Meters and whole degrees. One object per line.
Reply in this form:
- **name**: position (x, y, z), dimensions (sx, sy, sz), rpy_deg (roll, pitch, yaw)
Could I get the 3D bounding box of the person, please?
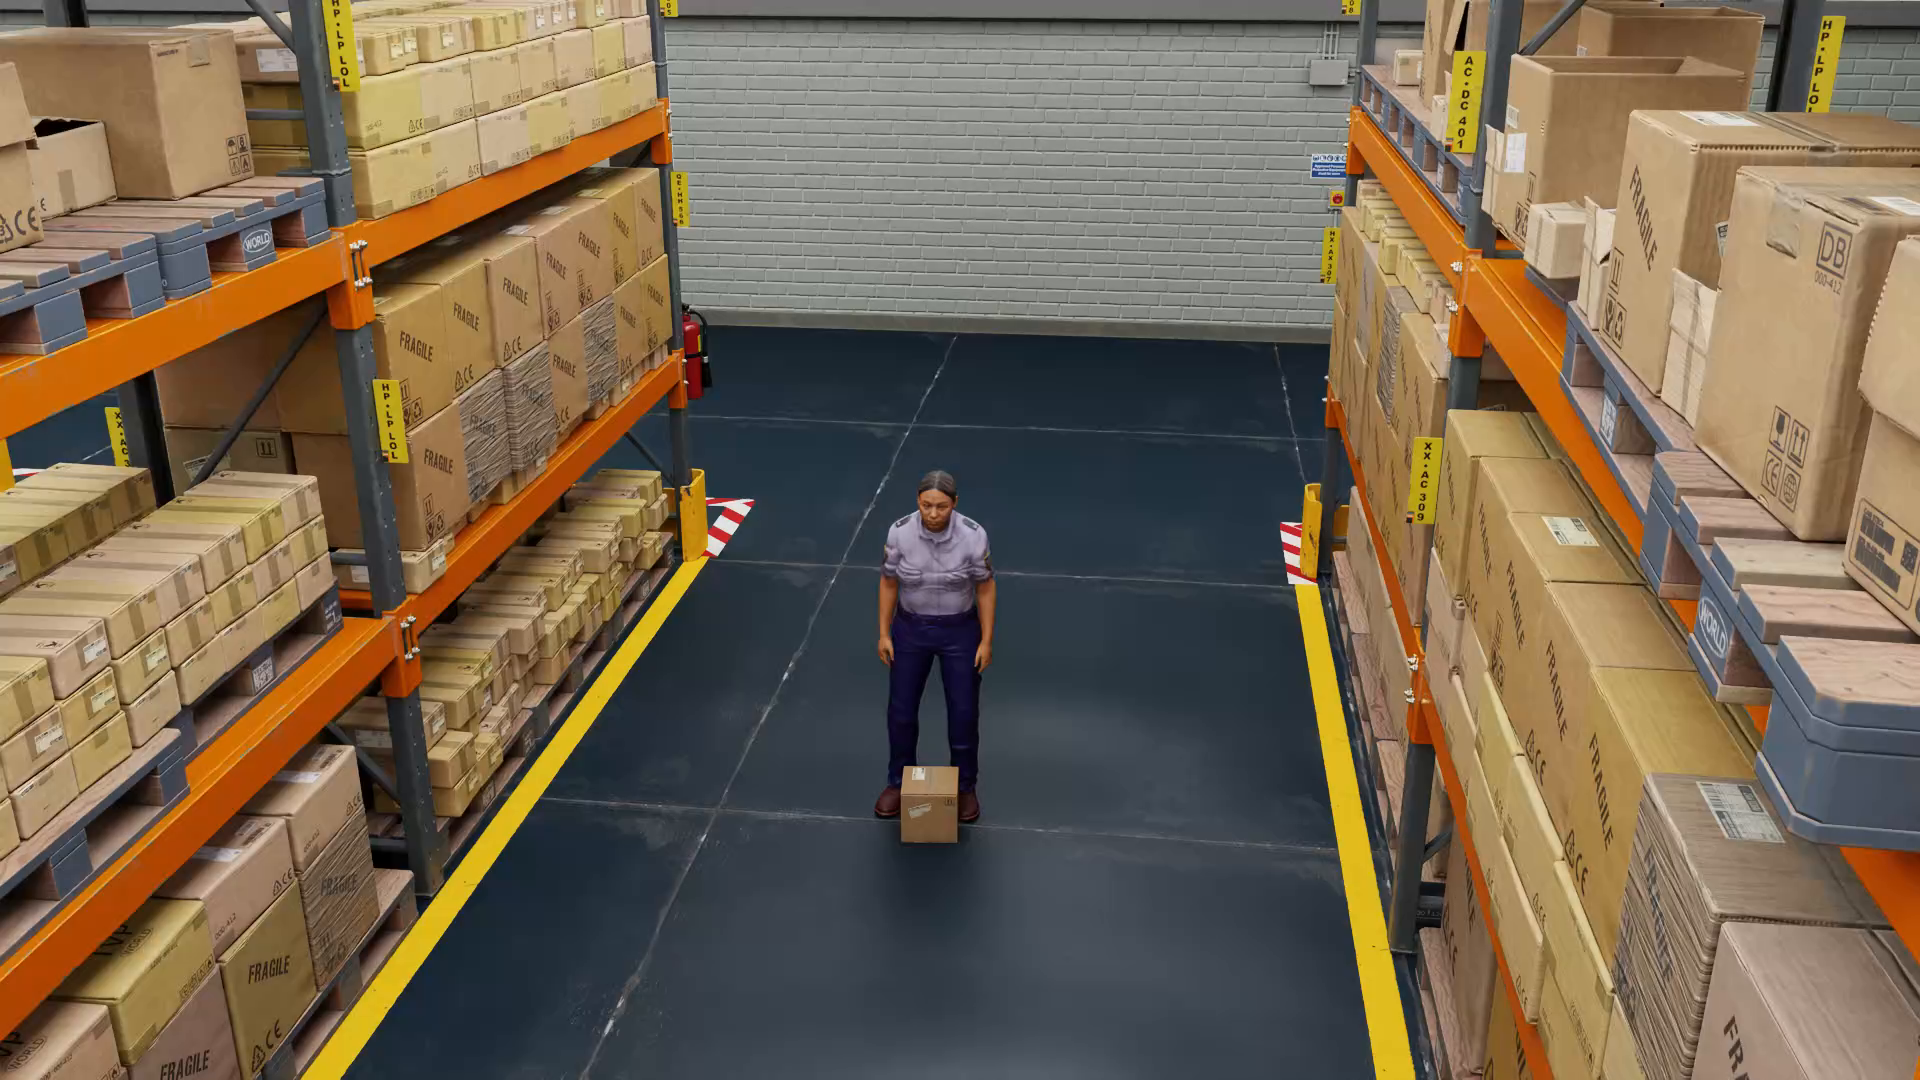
- **person**: position (-0.112, 0.450, 7.440), dimensions (0.539, 1.652, 0.370), rpy_deg (3, 21, 7)
